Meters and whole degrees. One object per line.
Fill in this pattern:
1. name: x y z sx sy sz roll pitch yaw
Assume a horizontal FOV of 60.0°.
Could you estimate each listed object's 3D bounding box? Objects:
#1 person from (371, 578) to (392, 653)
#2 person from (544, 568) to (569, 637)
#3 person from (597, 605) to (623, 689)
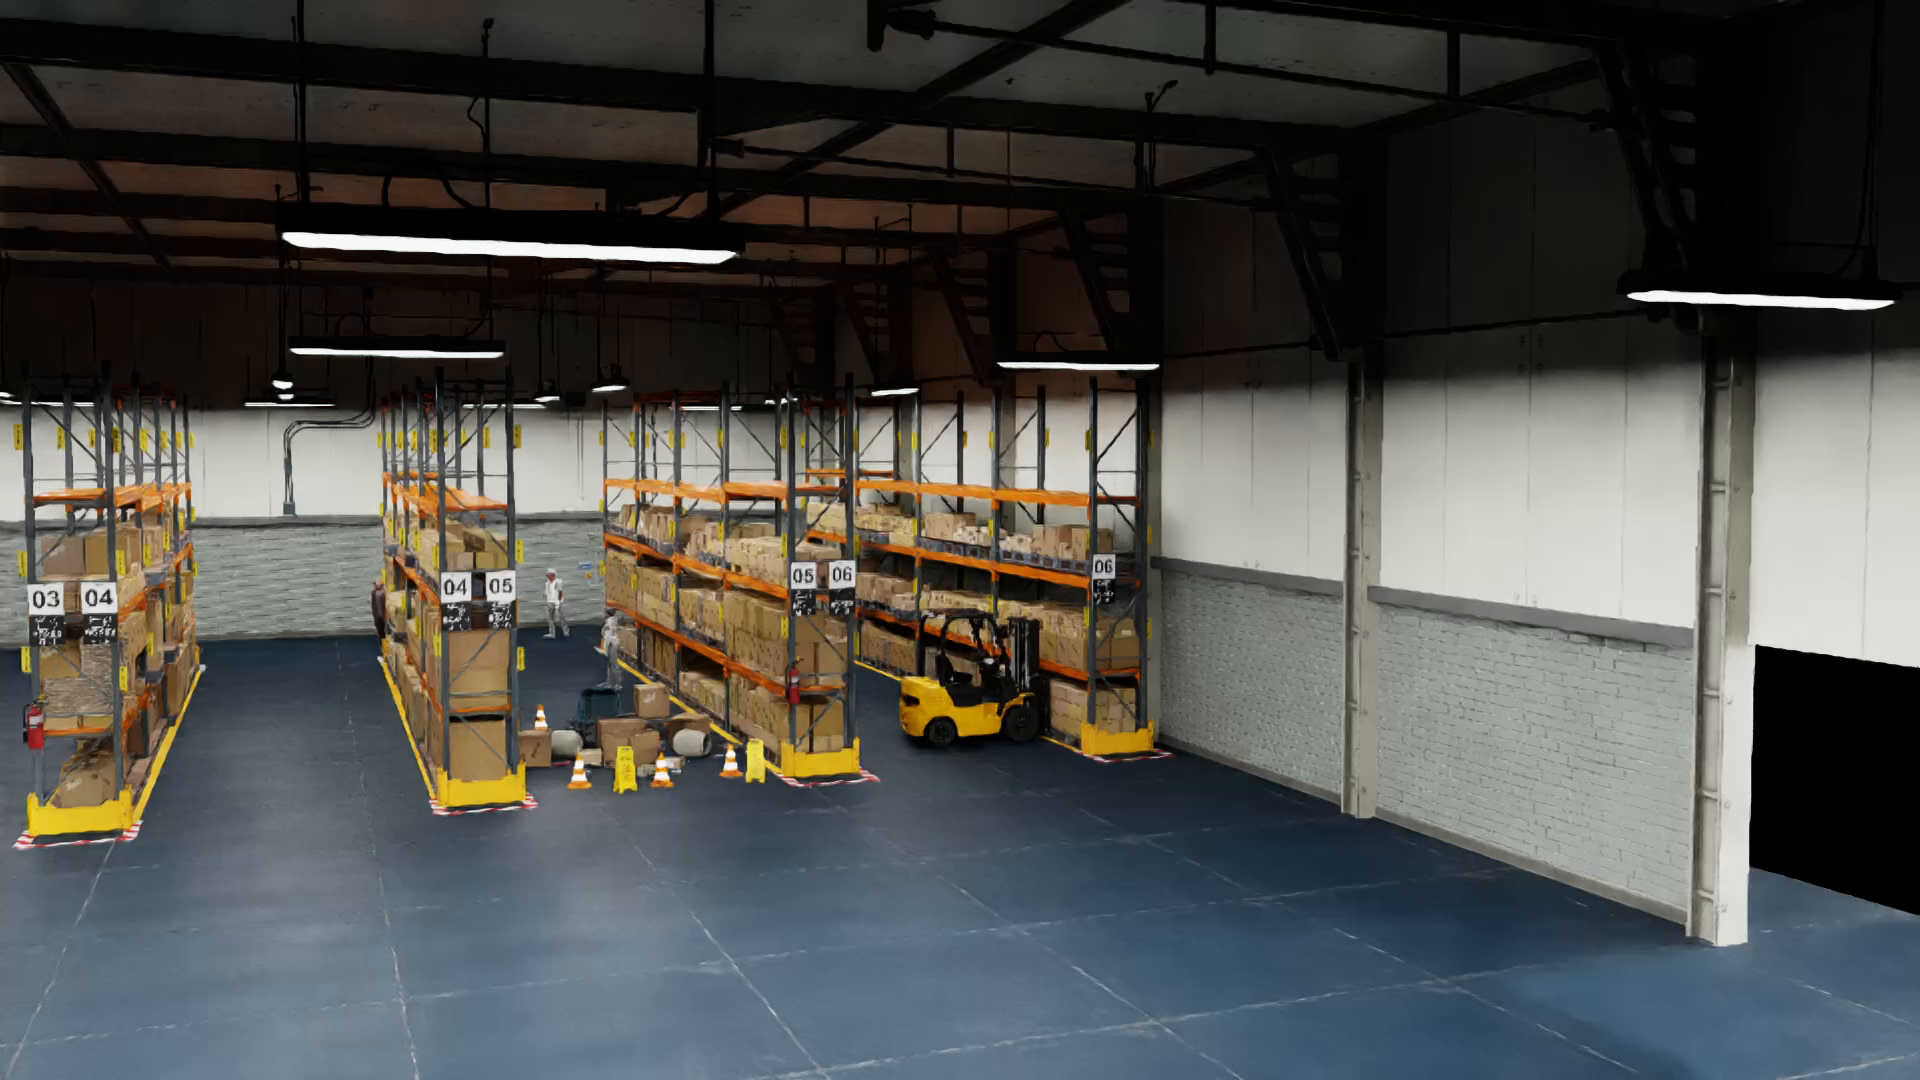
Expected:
1. person: -13.543 1.765 39.167 0.625 1.773 0.553 1 4 15
2. person: -10.268 1.586 42.223 0.581 1.782 0.620 2 4 34
3. person: -7.042 2.145 33.419 0.556 1.664 0.584 0 3 -1
